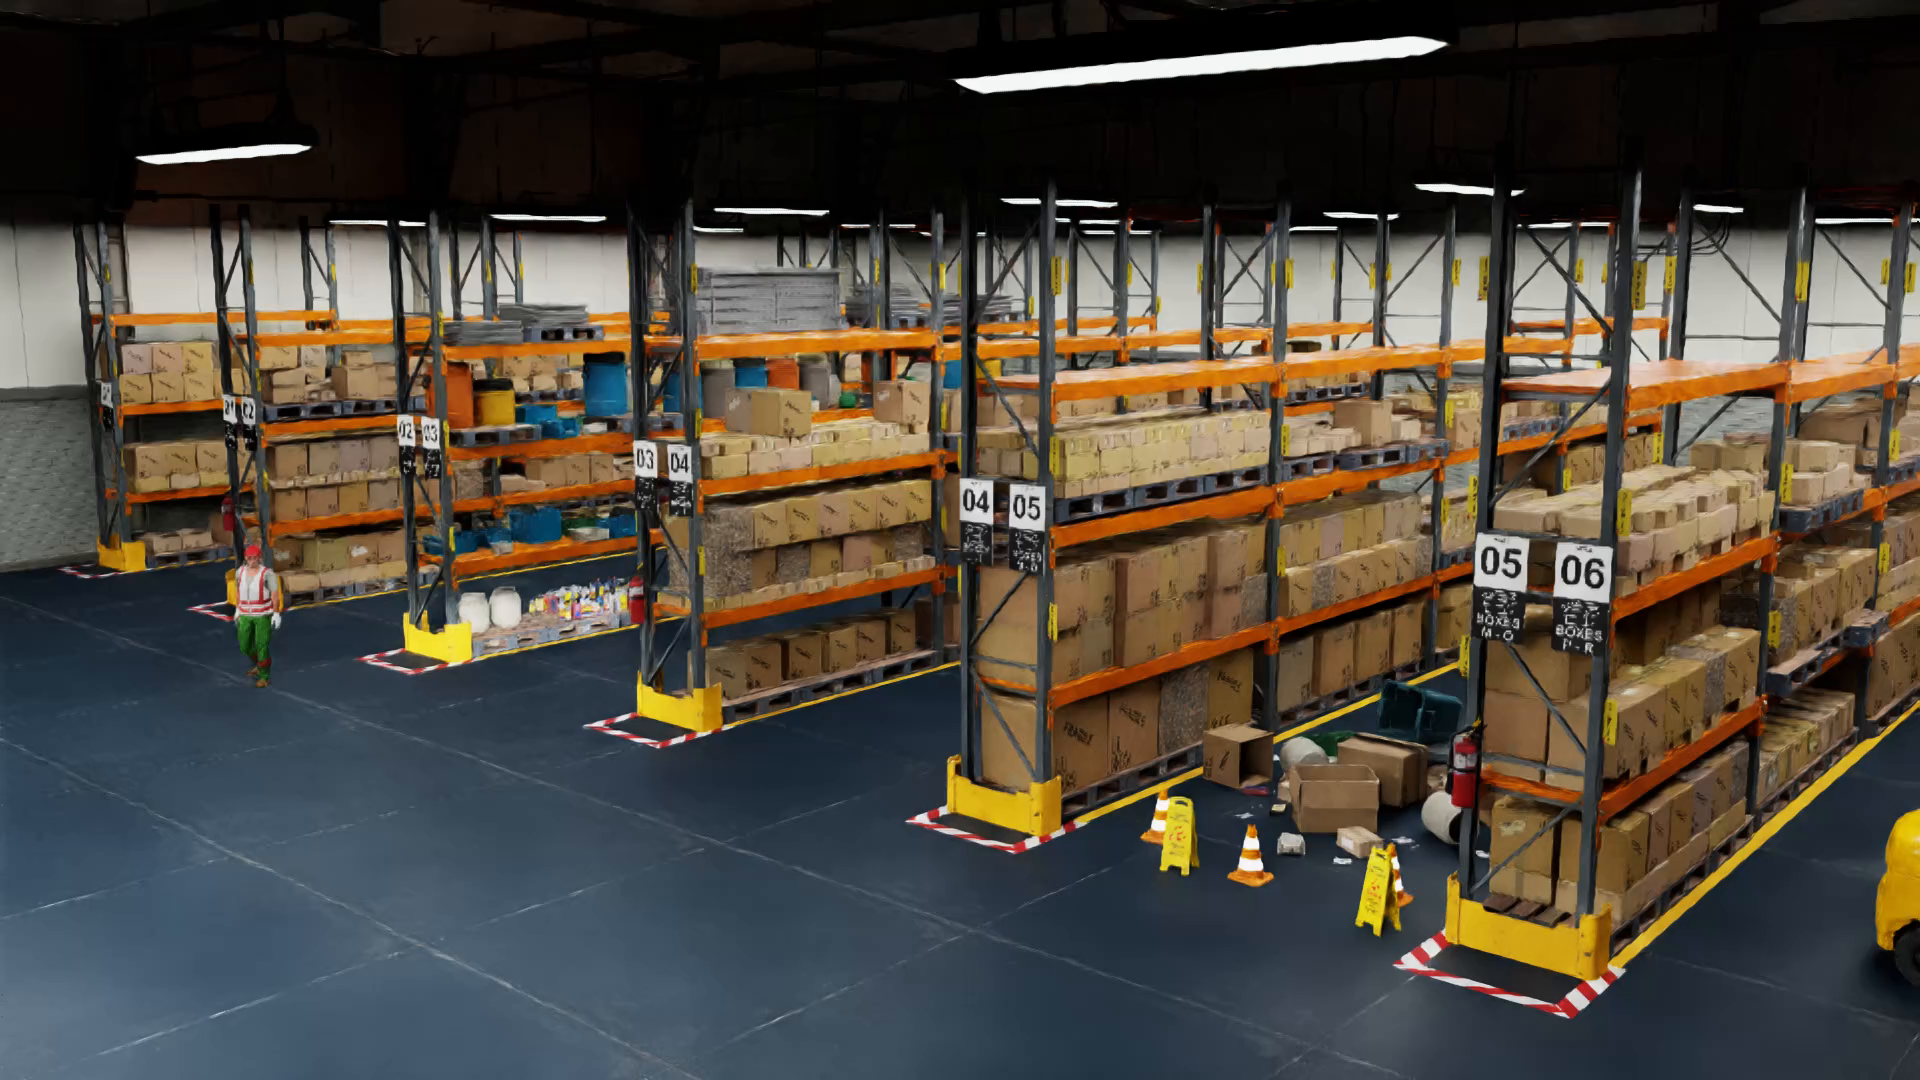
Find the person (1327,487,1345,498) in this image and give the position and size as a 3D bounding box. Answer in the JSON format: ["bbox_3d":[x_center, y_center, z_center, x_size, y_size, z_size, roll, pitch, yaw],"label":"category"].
[{"bbox_3d":[6.168,-0.166,27.097,0.589,1.716,1.043,8,12,39],"label":"person"}]

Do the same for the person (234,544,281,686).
[{"bbox_3d":[-8.649,0.905,20.506,0.590,1.777,0.577,1,10,6],"label":"person"}]
